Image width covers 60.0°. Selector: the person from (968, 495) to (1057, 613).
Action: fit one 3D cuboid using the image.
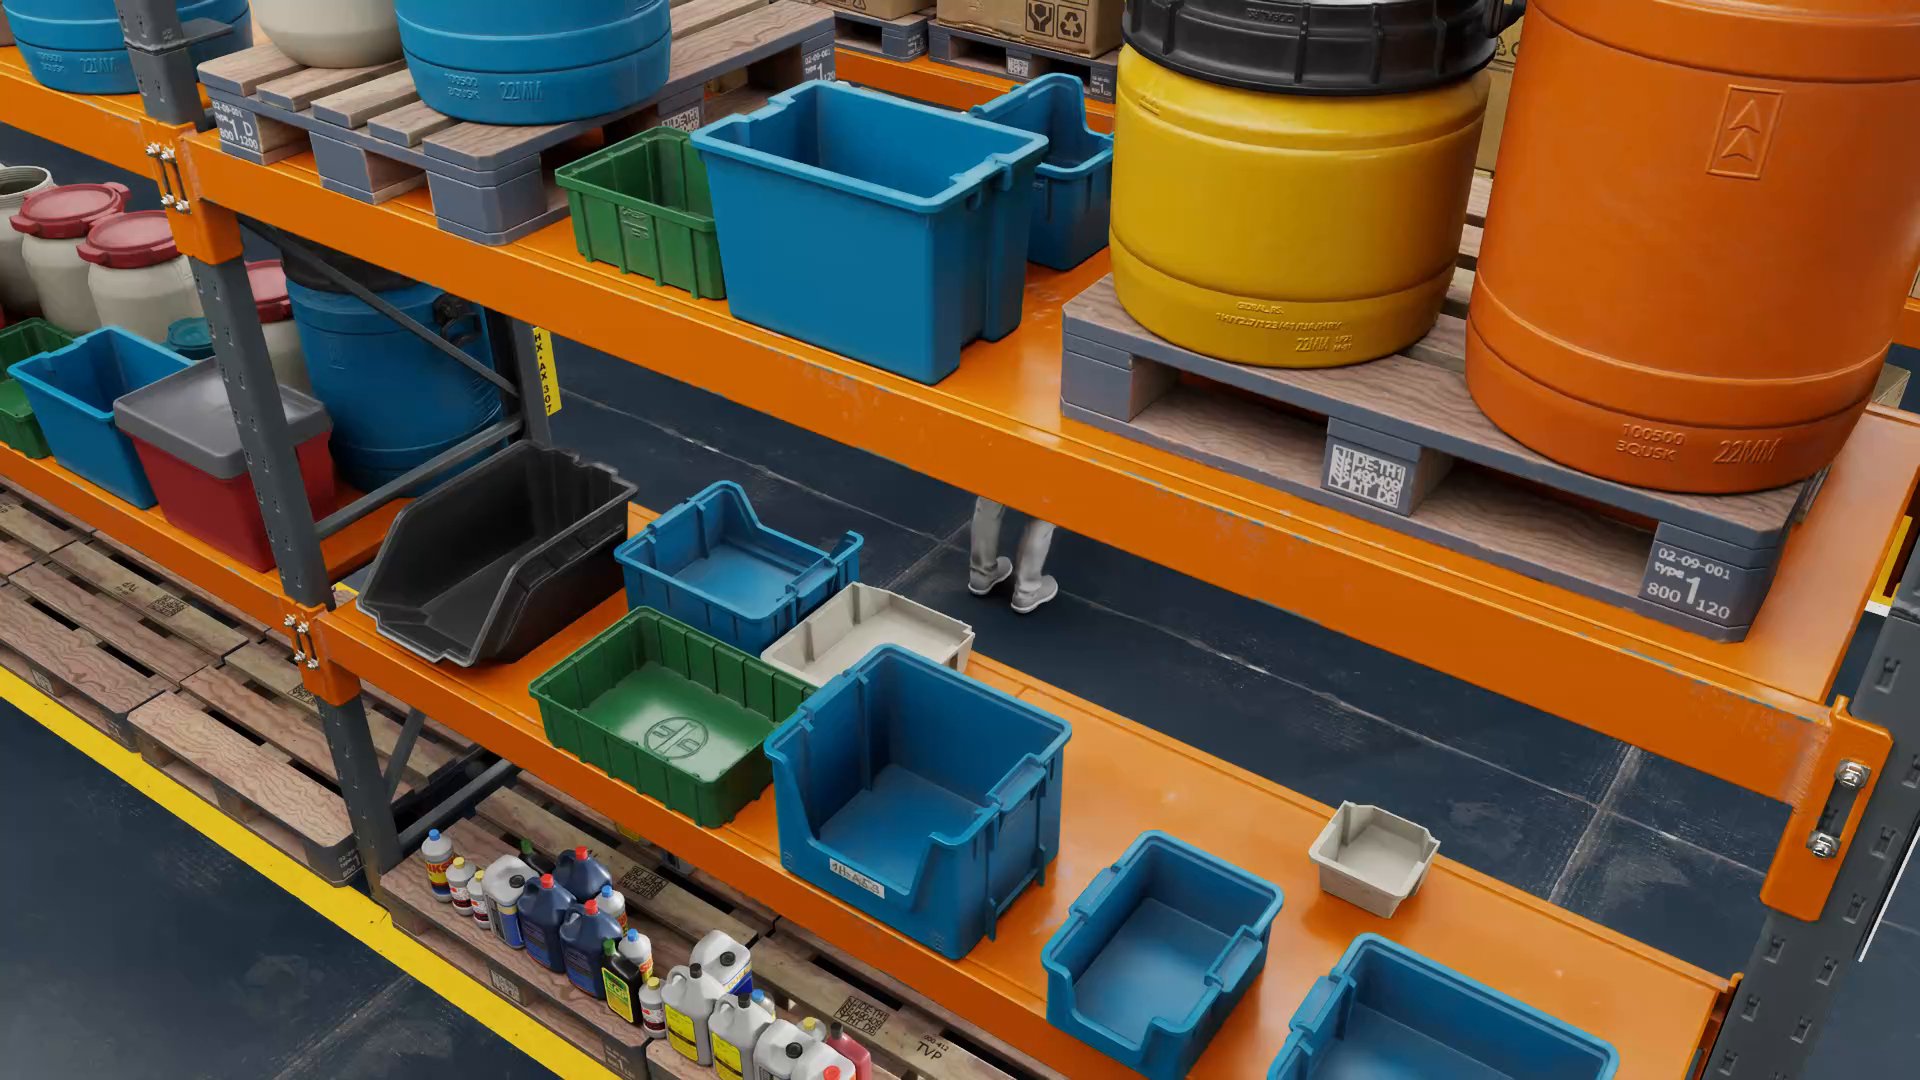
[{"bbox_3d":[0.280,-0.470,6.926,0.412,1.551,0.649,21,40,27],"label":"person"}]
